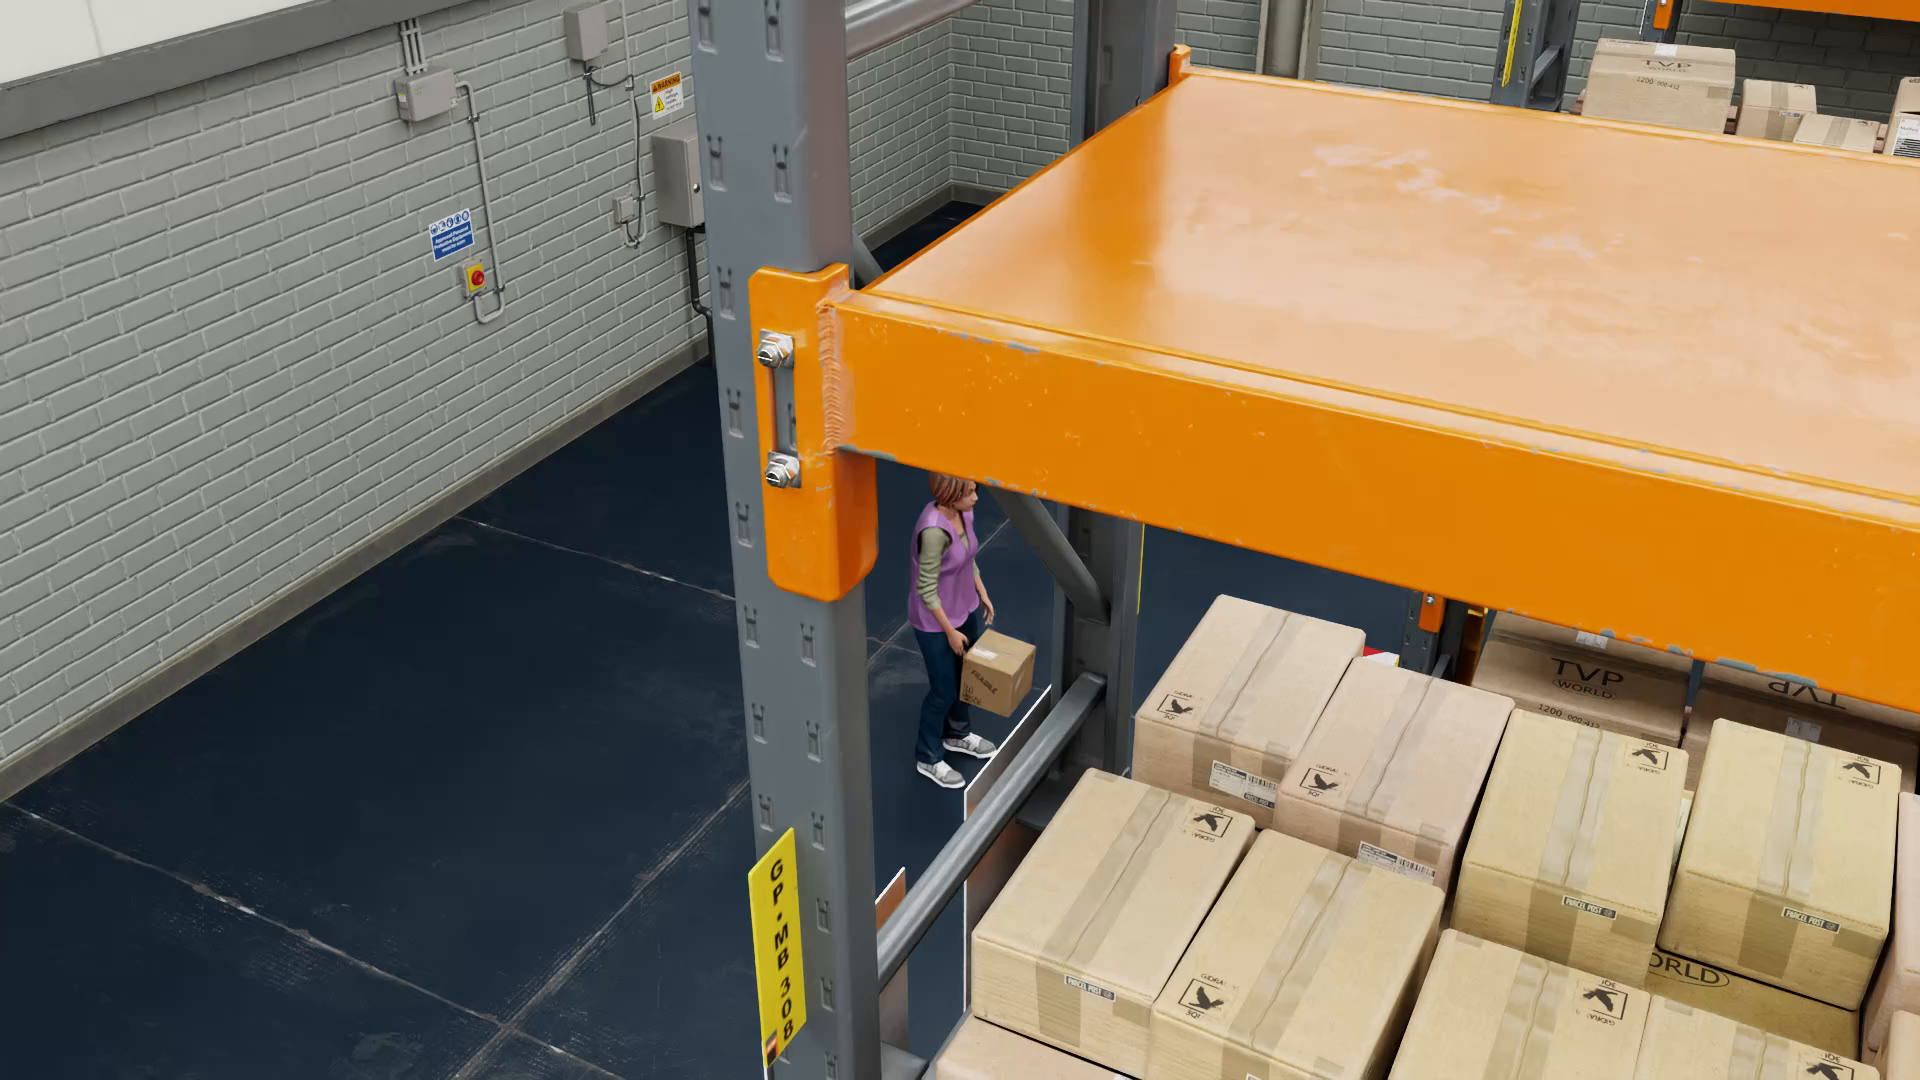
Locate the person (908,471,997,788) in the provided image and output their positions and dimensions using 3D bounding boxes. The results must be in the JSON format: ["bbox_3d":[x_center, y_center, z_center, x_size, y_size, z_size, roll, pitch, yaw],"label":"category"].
[{"bbox_3d":[-0.036,0.353,7.535,0.371,1.599,0.448,14,33,22],"label":"person"}]
